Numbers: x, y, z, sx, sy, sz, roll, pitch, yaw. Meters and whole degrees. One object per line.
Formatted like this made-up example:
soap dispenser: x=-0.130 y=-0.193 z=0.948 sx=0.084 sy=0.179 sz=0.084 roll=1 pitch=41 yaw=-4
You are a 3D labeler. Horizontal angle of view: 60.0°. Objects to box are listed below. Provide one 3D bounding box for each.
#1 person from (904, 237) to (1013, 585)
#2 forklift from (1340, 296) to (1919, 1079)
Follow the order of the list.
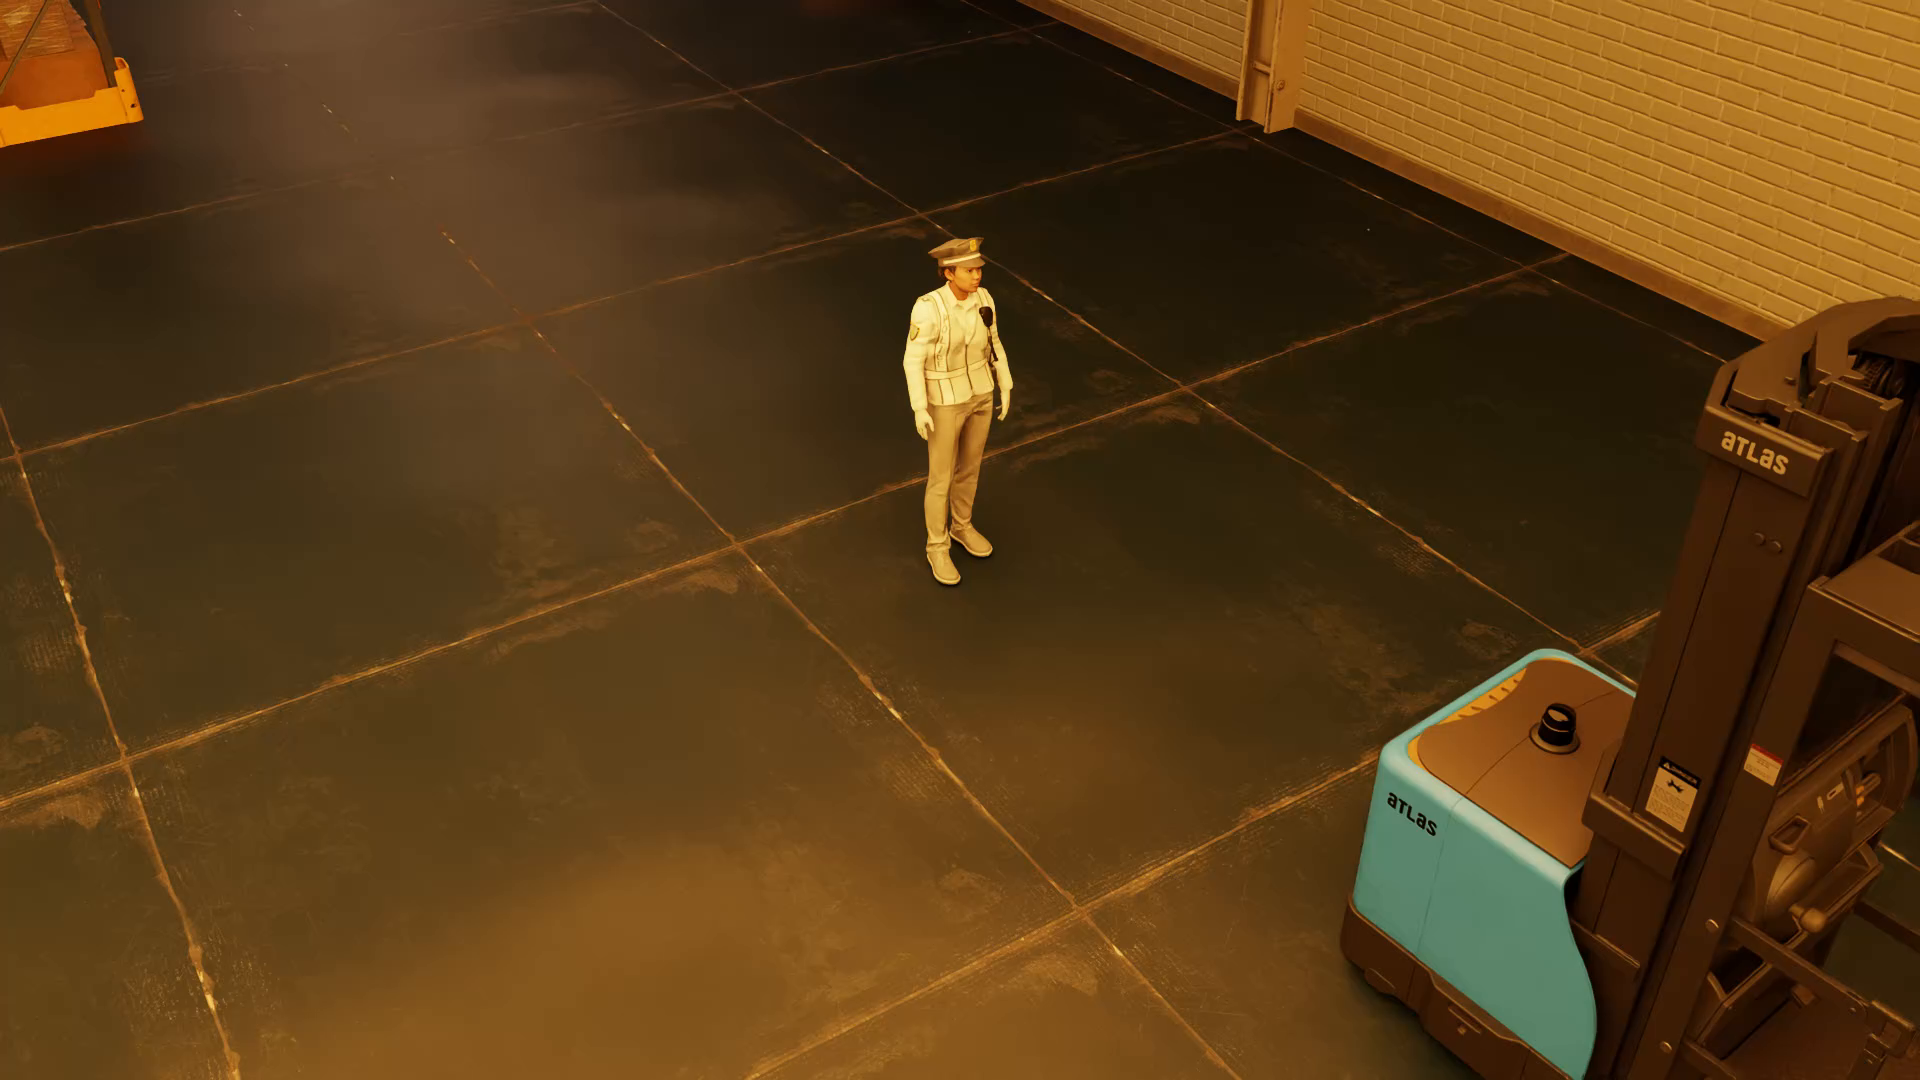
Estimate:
person: x=0.031 y=-0.664 z=8.155 sx=0.586 sy=1.694 sz=0.530 roll=-21 pitch=40 yaw=-27
forklift: x=2.756 y=0.902 z=4.864 sx=1.130 sy=2.935 sz=3.031 roll=-24 pitch=42 yaw=-30
